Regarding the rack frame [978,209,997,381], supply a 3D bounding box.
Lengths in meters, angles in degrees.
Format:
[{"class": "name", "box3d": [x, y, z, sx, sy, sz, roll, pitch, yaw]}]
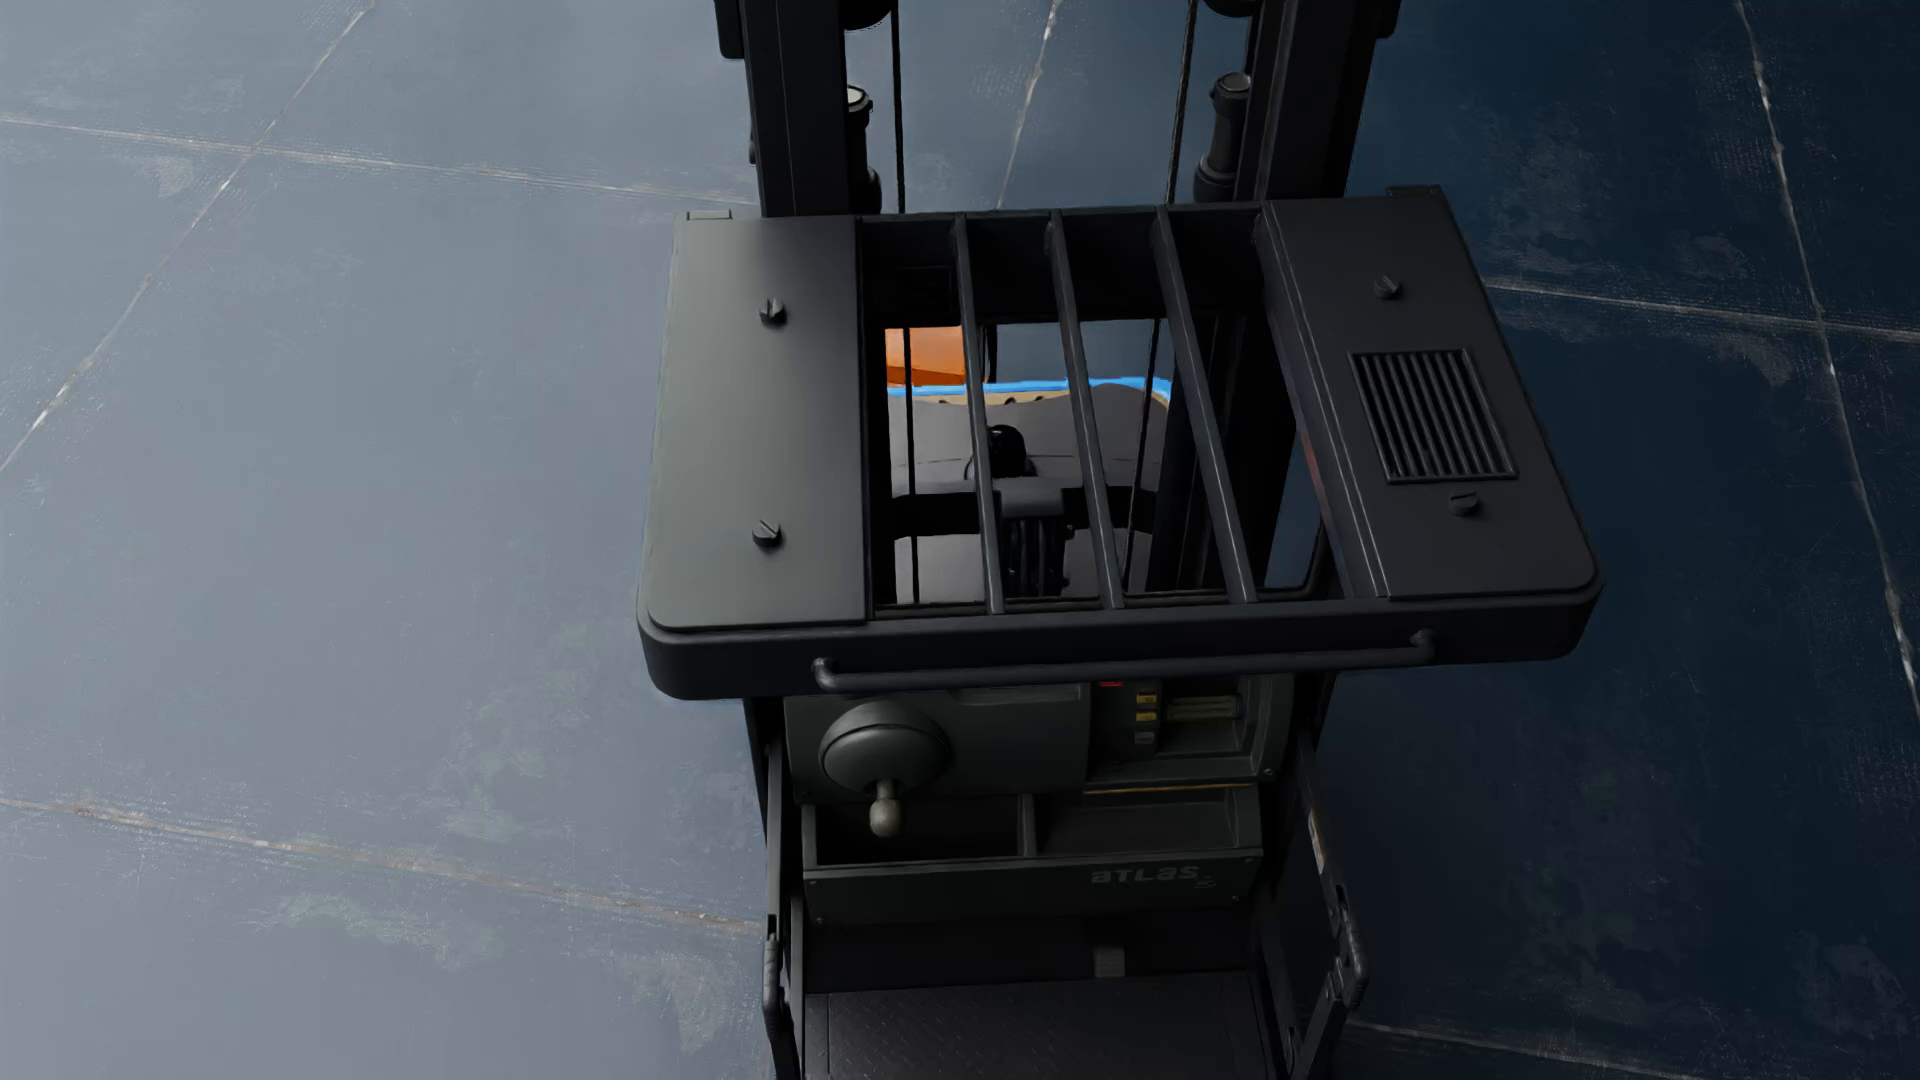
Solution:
[{"class": "rack frame", "box3d": [0.077, -0.391, 4.794, 0.015, 1.200, 0.240, 8, 49, 7]}]

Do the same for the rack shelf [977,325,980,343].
[{"class": "rack shelf", "box3d": [-0.163, -0.686, 4.531, 0.480, 0.148, 0.258, 8, 49, 7]}]

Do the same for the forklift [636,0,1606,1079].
[{"class": "forklift", "box3d": [0.161, 0.433, 2.891, 1.130, 2.935, 3.031, -3, 48, -2]}]

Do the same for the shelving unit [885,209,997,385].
[{"class": "shelving unit", "box3d": [-0.163, -0.423, 4.823, 0.503, 1.200, 0.258, 8, 49, 7]}]

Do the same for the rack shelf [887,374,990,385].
[{"class": "rack shelf", "box3d": [-0.163, -0.378, 4.873, 0.480, 0.148, 0.258, 8, 49, 7]}]

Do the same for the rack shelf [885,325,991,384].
[{"class": "rack shelf", "box3d": [-0.163, -0.527, 4.707, 0.480, 0.148, 0.258, 8, 49, 7]}]
